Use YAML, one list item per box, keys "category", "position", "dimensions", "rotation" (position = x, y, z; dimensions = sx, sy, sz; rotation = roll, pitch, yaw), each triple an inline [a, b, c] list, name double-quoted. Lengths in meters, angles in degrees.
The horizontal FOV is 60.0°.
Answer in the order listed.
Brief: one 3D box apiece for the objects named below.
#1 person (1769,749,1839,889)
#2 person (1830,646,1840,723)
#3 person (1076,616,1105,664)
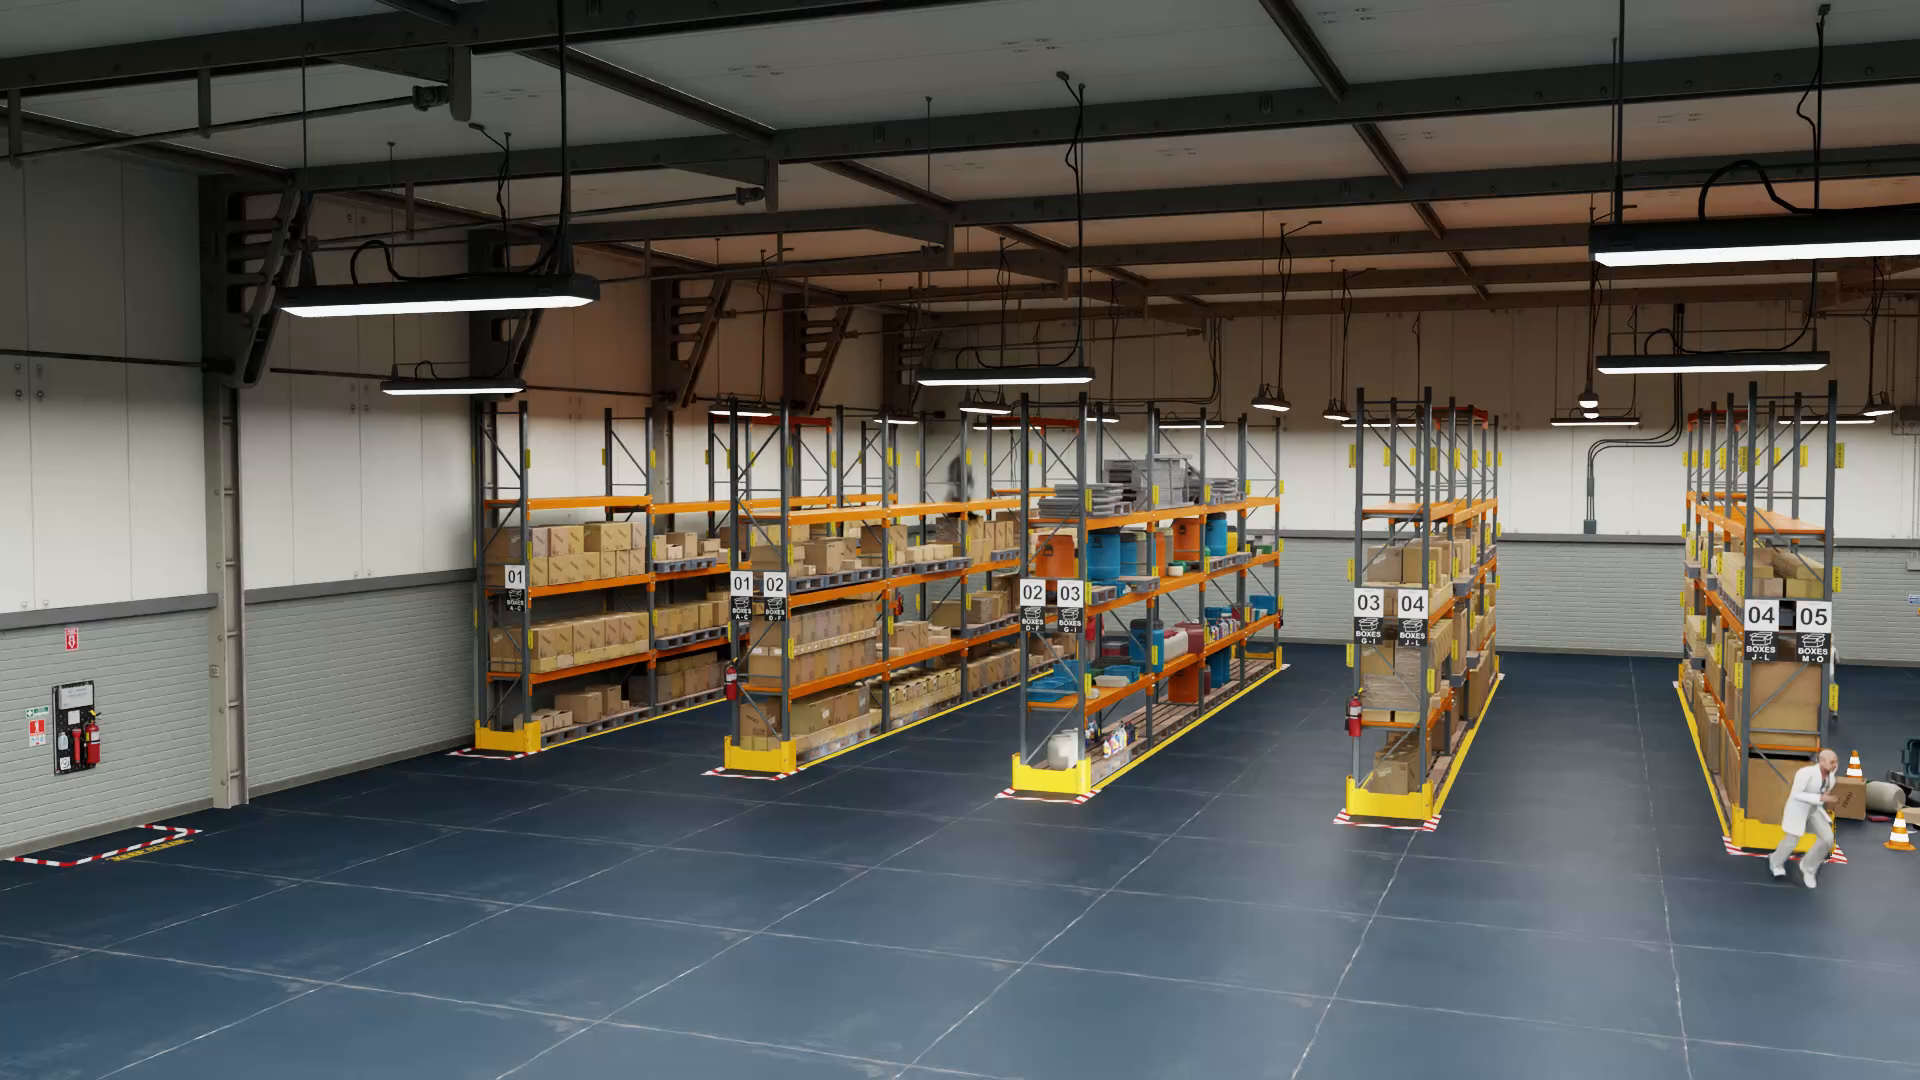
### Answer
- category: "person"
  position: [9.939, 3.245, 19.503]
  dimensions: [0.748, 1.691, 1.050]
  rotation: [-1, 3, -17]
- category: "person"
  position: [16.256, 2.588, 31.366]
  dimensions: [0.664, 1.804, 0.958]
  rotation: [1, 3, 15]
- category: "person"
  position: [2.897, 2.365, 37.237]
  dimensions: [0.650, 1.685, 0.621]
  rotation: [1, 3, 19]
